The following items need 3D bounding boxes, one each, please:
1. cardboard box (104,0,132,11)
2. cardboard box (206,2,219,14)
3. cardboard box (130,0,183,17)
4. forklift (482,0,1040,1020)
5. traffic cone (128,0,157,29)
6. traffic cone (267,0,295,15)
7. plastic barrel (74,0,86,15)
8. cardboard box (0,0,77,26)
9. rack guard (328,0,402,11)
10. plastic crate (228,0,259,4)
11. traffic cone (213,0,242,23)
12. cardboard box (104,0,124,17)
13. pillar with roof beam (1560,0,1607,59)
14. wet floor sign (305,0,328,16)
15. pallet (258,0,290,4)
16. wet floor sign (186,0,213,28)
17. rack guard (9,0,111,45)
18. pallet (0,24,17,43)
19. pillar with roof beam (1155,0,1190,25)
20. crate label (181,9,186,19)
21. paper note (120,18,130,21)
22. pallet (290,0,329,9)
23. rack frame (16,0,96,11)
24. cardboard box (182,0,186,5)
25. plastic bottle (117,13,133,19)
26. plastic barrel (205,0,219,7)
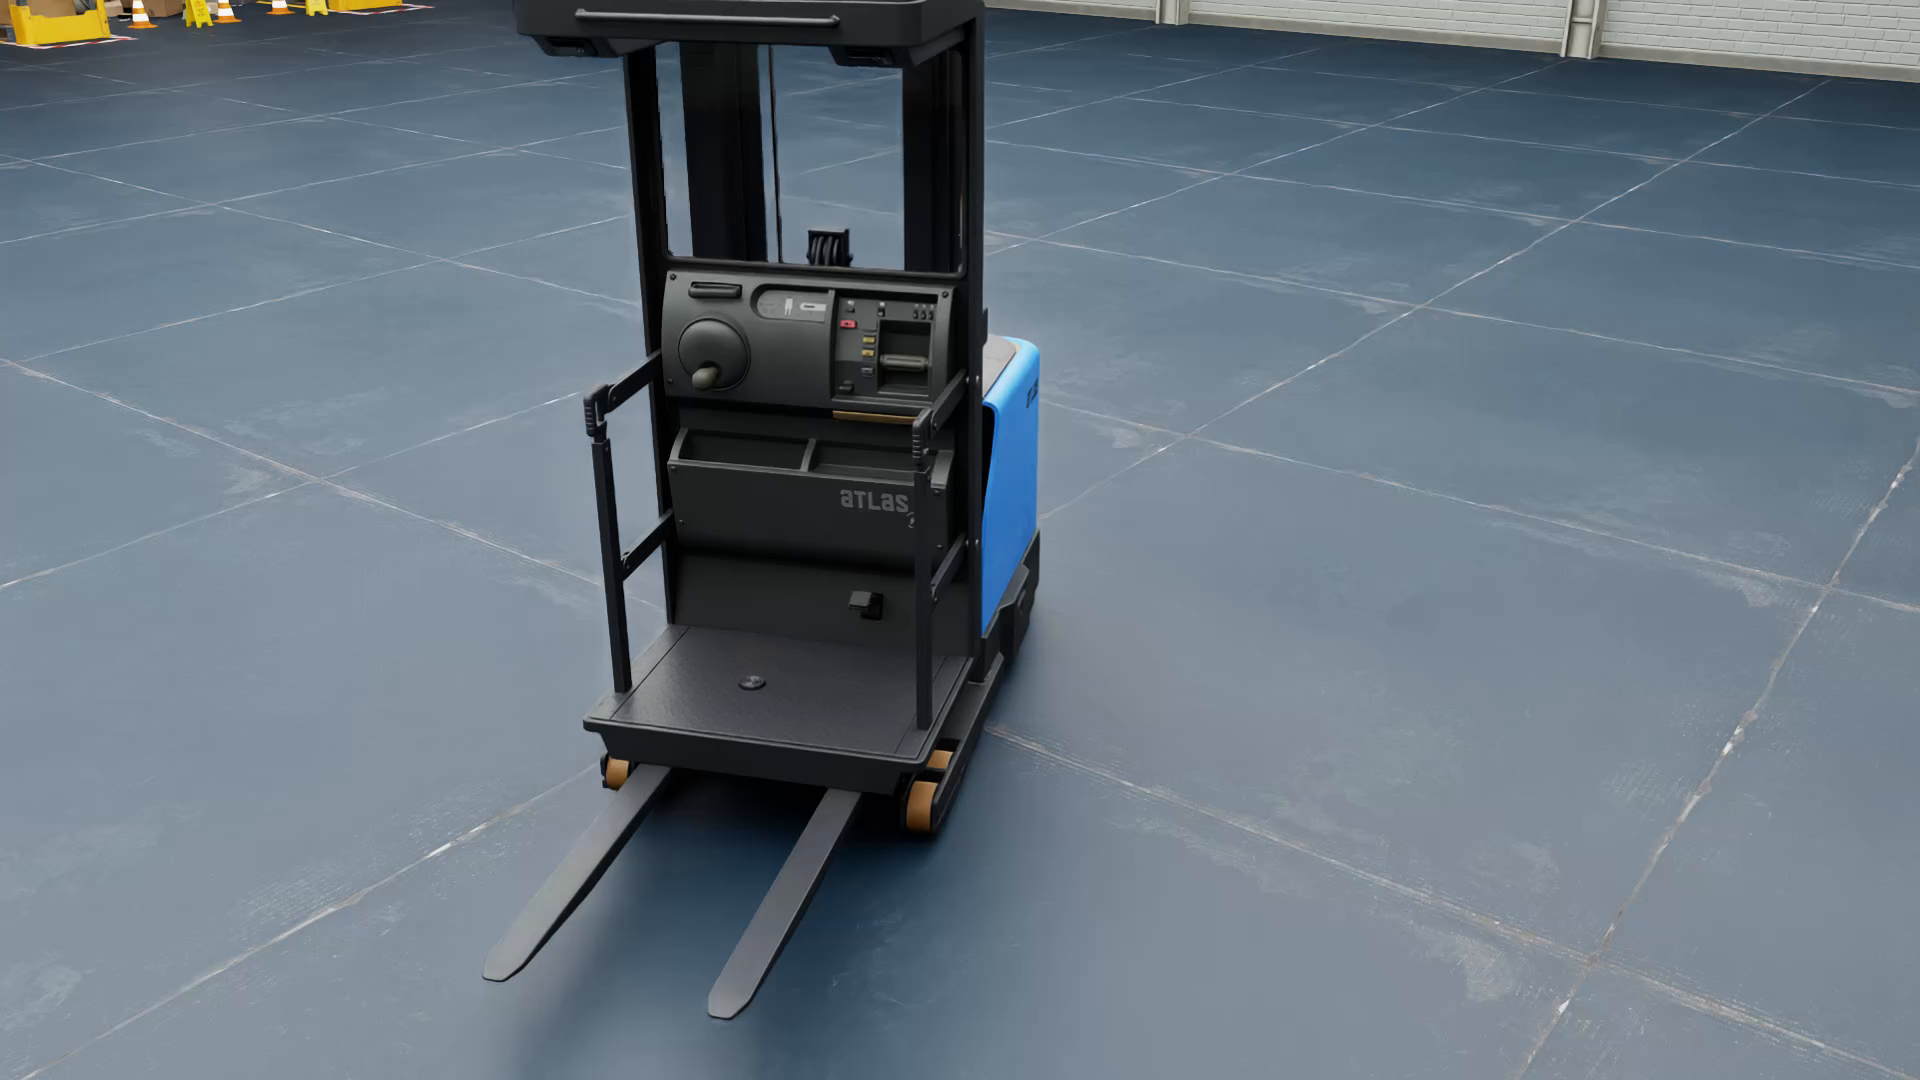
[{"bbox_3d":[-13.097,-8.613,26.006,0.503,0.637,0.797,17,29,33],"label":"cardboard box"},{"bbox_3d":[-11.680,-8.222,25.727,0.380,0.149,0.250,-10,26,-21],"label":"cardboard box"},{"bbox_3d":[-12.344,-8.327,25.526,0.637,0.503,0.797,-1,24,-3],"label":"cardboard box"},{"bbox_3d":[-0.527,-0.596,4.967,1.130,2.935,3.031,6,24,12],"label":"forklift"},{"bbox_3d":[-11.881,-7.666,24.075,0.334,0.463,0.336,17,29,33],"label":"traffic cone"},{"bbox_3d":[-10.538,-8.389,25.715,0.334,0.463,0.336,17,29,33],"label":"traffic cone"},{"bbox_3d":[-13.681,-8.249,25.448,0.512,0.421,0.421,-5,24,-12],"label":"plastic barrel"},{"bbox_3d":[-12.890,-7.603,22.900,0.875,0.875,0.875,17,29,34],"label":"cardboard box"},{"bbox_3d":[-9.481,-8.736,26.458,0.348,0.500,1.175,17,29,33],"label":"rack guard"},{"bbox_3d":[-11.856,-8.849,27.234,0.583,0.080,0.402,7,25,15],"label":"plastic crate"},{"bbox_3d":[-10.932,-7.948,24.716,0.334,0.463,0.336,17,29,33],"label":"traffic cone"},{"bbox_3d":[-13.029,-8.135,25.384,0.396,0.266,0.258,-21,31,-39],"label":"cardboard box"},{"bbox_3d":[5.359,-8.927,16.350,0.400,9.000,9.100,17,29,33],"label":"pillar with roof beam"},{"bbox_3d":[-9.910,-8.393,25.499,0.267,0.644,0.232,-15,28,-30],"label":"wet floor sign"},{"bbox_3d":[-11.082,-9.107,27.658,1.213,0.211,1.003,17,29,33],"label":"pallet"},{"bbox_3d":[-11.097,-7.795,24.141,0.232,0.644,0.267,12,26,24],"label":"wet floor sign"},{"bbox_3d":[-12.289,-7.091,22.723,0.348,0.500,1.175,17,29,33],"label":"rack guard"},{"bbox_3d":[-12.995,-7.132,23.176,1.213,0.211,1.003,17,29,33],"label":"pallet"},{"bbox_3d":[0.558,-10.378,19.643,0.400,9.000,9.100,17,29,33],"label":"pillar with roof beam"},{"bbox_3d":[-11.598,-7.969,25.168,0.298,0.136,0.250,3,24,6],"label":"crate label"},{"bbox_3d":[-12.511,-7.798,24.912,0.144,0.017,0.142,-15,28,-30],"label":"paper note"},{"bbox_3d":[-10.110,-8.812,26.988,1.213,0.211,1.003,17,29,33],"label":"pallet"},{"bbox_3d":[-12.308,-8.240,22.232,0.127,3.000,1.000,17,29,33],"label":"rack frame"},{"bbox_3d":[-12.580,-8.988,27.027,0.500,0.500,0.500,-5,24,-12],"label":"cardboard box"},{"bbox_3d":[-12.659,-7.940,25.195,0.283,0.061,0.133,7,25,15],"label":"plastic bottle"},{"bbox_3d":[-11.981,-8.694,26.457,0.512,0.421,0.421,-5,24,-12],"label":"plastic barrel"}]
